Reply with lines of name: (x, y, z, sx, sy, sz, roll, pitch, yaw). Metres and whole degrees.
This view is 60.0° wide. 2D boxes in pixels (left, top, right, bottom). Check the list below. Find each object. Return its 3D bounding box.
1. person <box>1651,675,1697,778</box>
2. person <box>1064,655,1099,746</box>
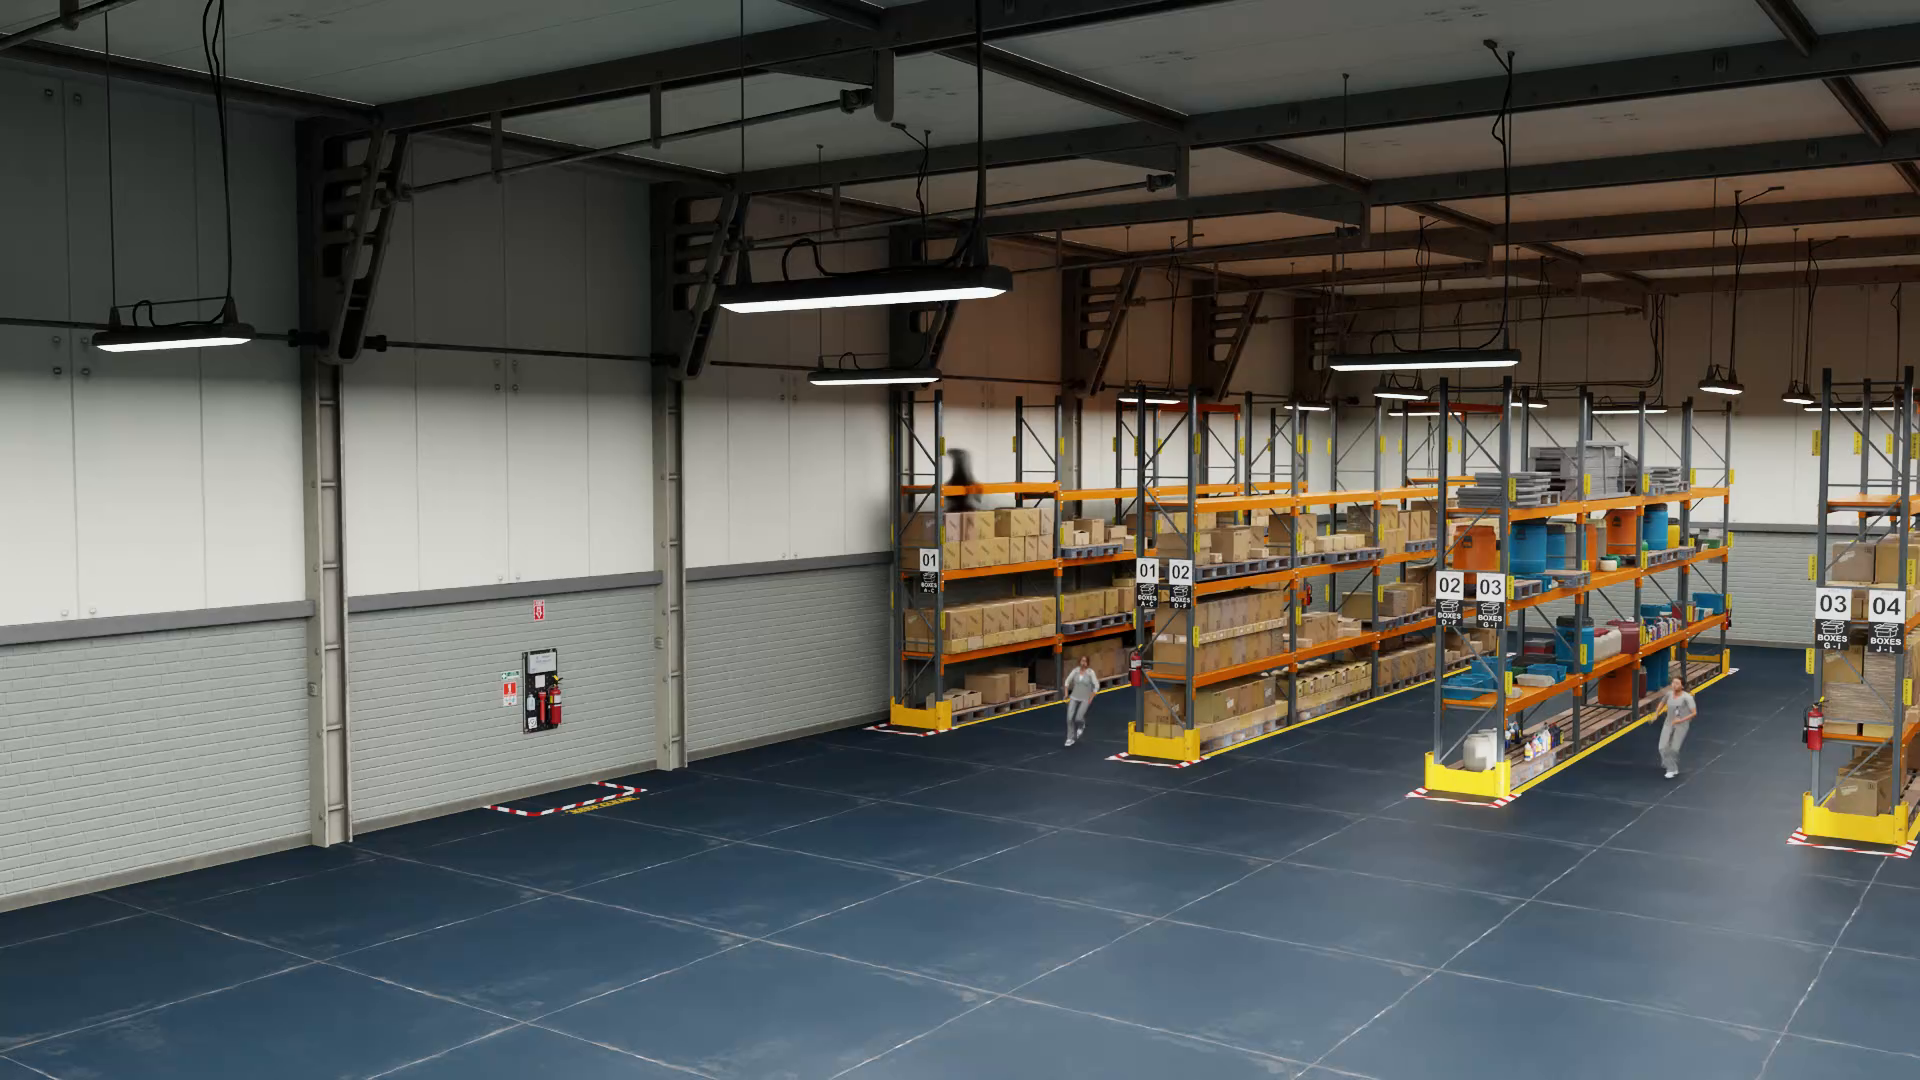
person: (10.840, 2.819, 25.178, 0.655, 1.583, 0.541, 3, 4, 41)
person: (2.022, 2.723, 27.823, 0.589, 1.450, 0.498, 1, 3, 20)
